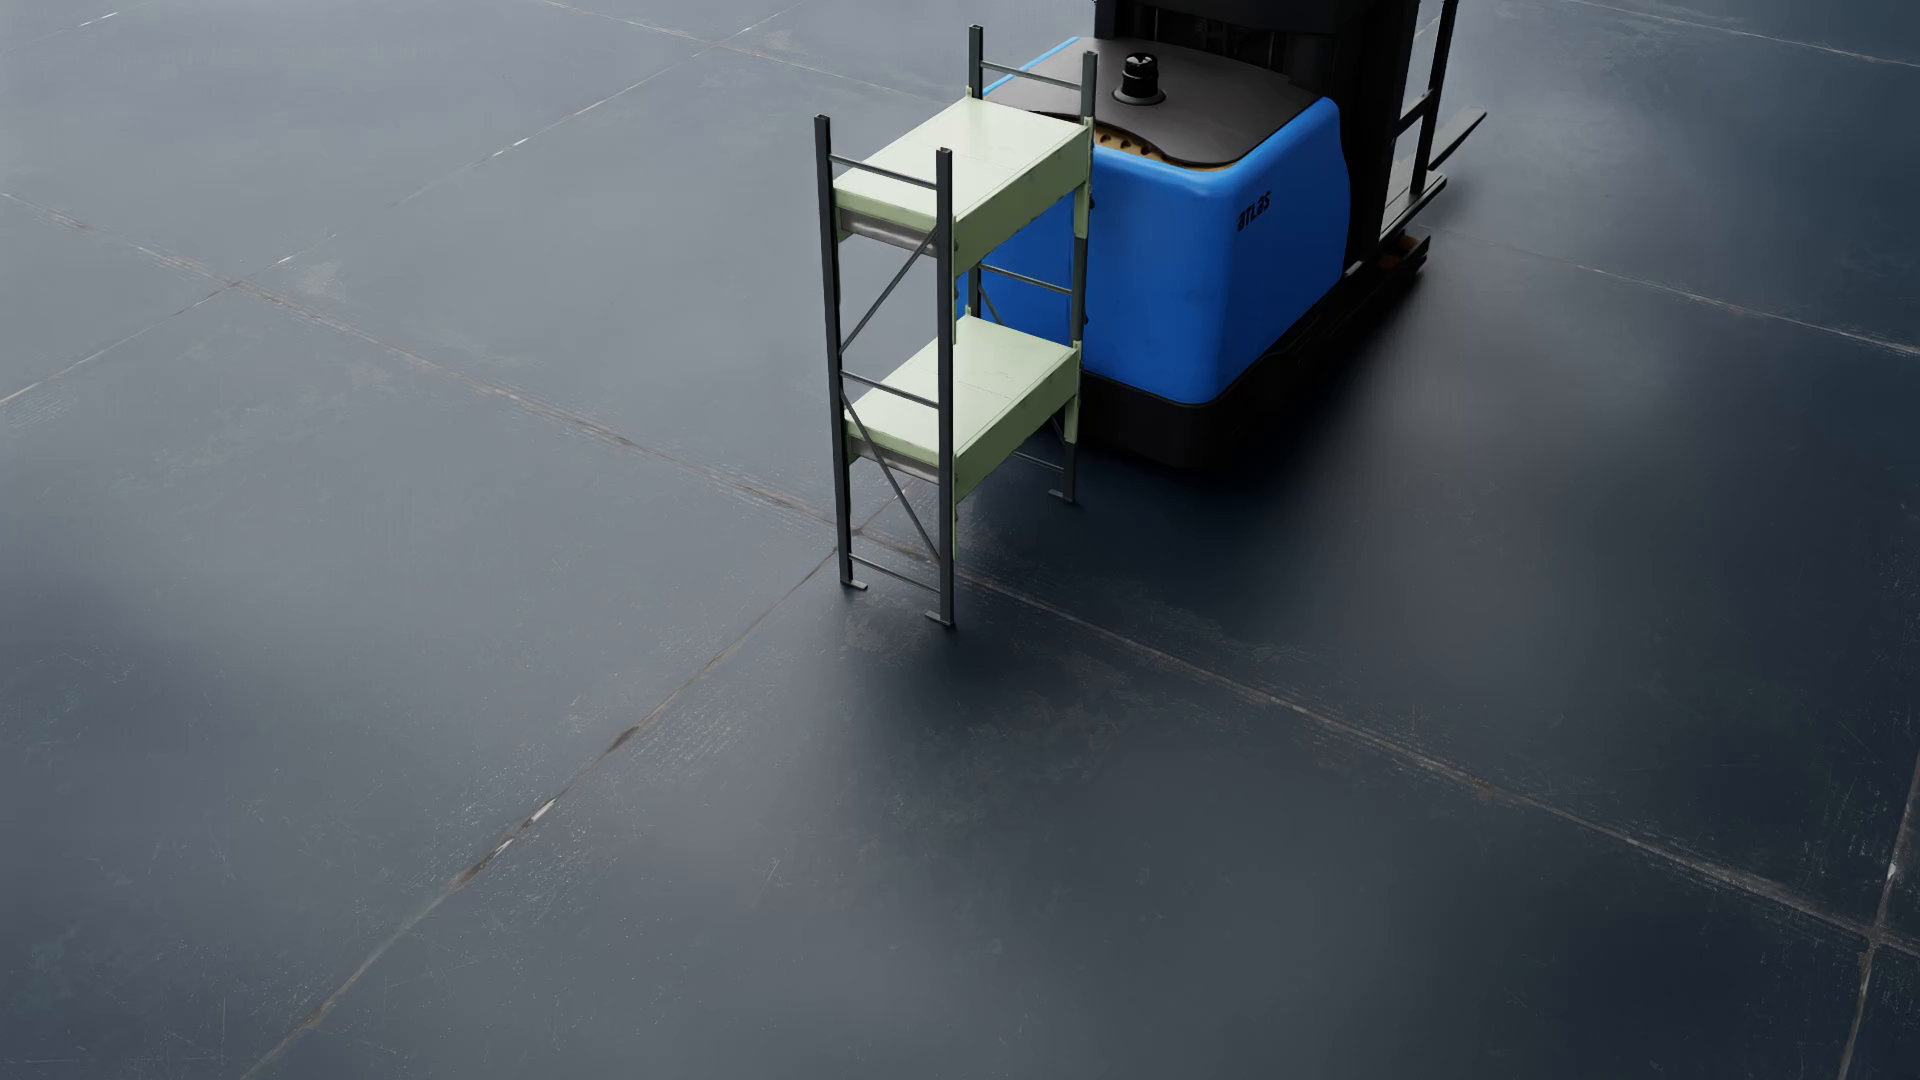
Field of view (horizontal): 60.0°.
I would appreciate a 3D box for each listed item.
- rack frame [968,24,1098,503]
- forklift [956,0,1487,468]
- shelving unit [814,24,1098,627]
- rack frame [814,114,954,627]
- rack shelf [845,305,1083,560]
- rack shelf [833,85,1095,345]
[{"bbox_3d":[0.200,-0.786,5.041,0.400,1.500,0.023,21,42,25],"label":"rack frame"},{"bbox_3d":[1.200,-2.254,5.773,1.130,2.935,3.031,23,43,27],"label":"forklift"},{"bbox_3d":[0.004,-0.597,4.797,0.431,1.500,0.755,21,42,25],"label":"shelving unit"},{"bbox_3d":[-0.193,-0.409,4.552,0.400,1.500,0.023,21,42,25],"label":"rack frame"},{"bbox_3d":[0.004,-0.339,4.996,0.431,0.370,0.720,21,42,25],"label":"rack shelf"},{"bbox_3d":[0.004,-0.907,4.558,0.431,0.370,0.720,21,42,25],"label":"rack shelf"}]
